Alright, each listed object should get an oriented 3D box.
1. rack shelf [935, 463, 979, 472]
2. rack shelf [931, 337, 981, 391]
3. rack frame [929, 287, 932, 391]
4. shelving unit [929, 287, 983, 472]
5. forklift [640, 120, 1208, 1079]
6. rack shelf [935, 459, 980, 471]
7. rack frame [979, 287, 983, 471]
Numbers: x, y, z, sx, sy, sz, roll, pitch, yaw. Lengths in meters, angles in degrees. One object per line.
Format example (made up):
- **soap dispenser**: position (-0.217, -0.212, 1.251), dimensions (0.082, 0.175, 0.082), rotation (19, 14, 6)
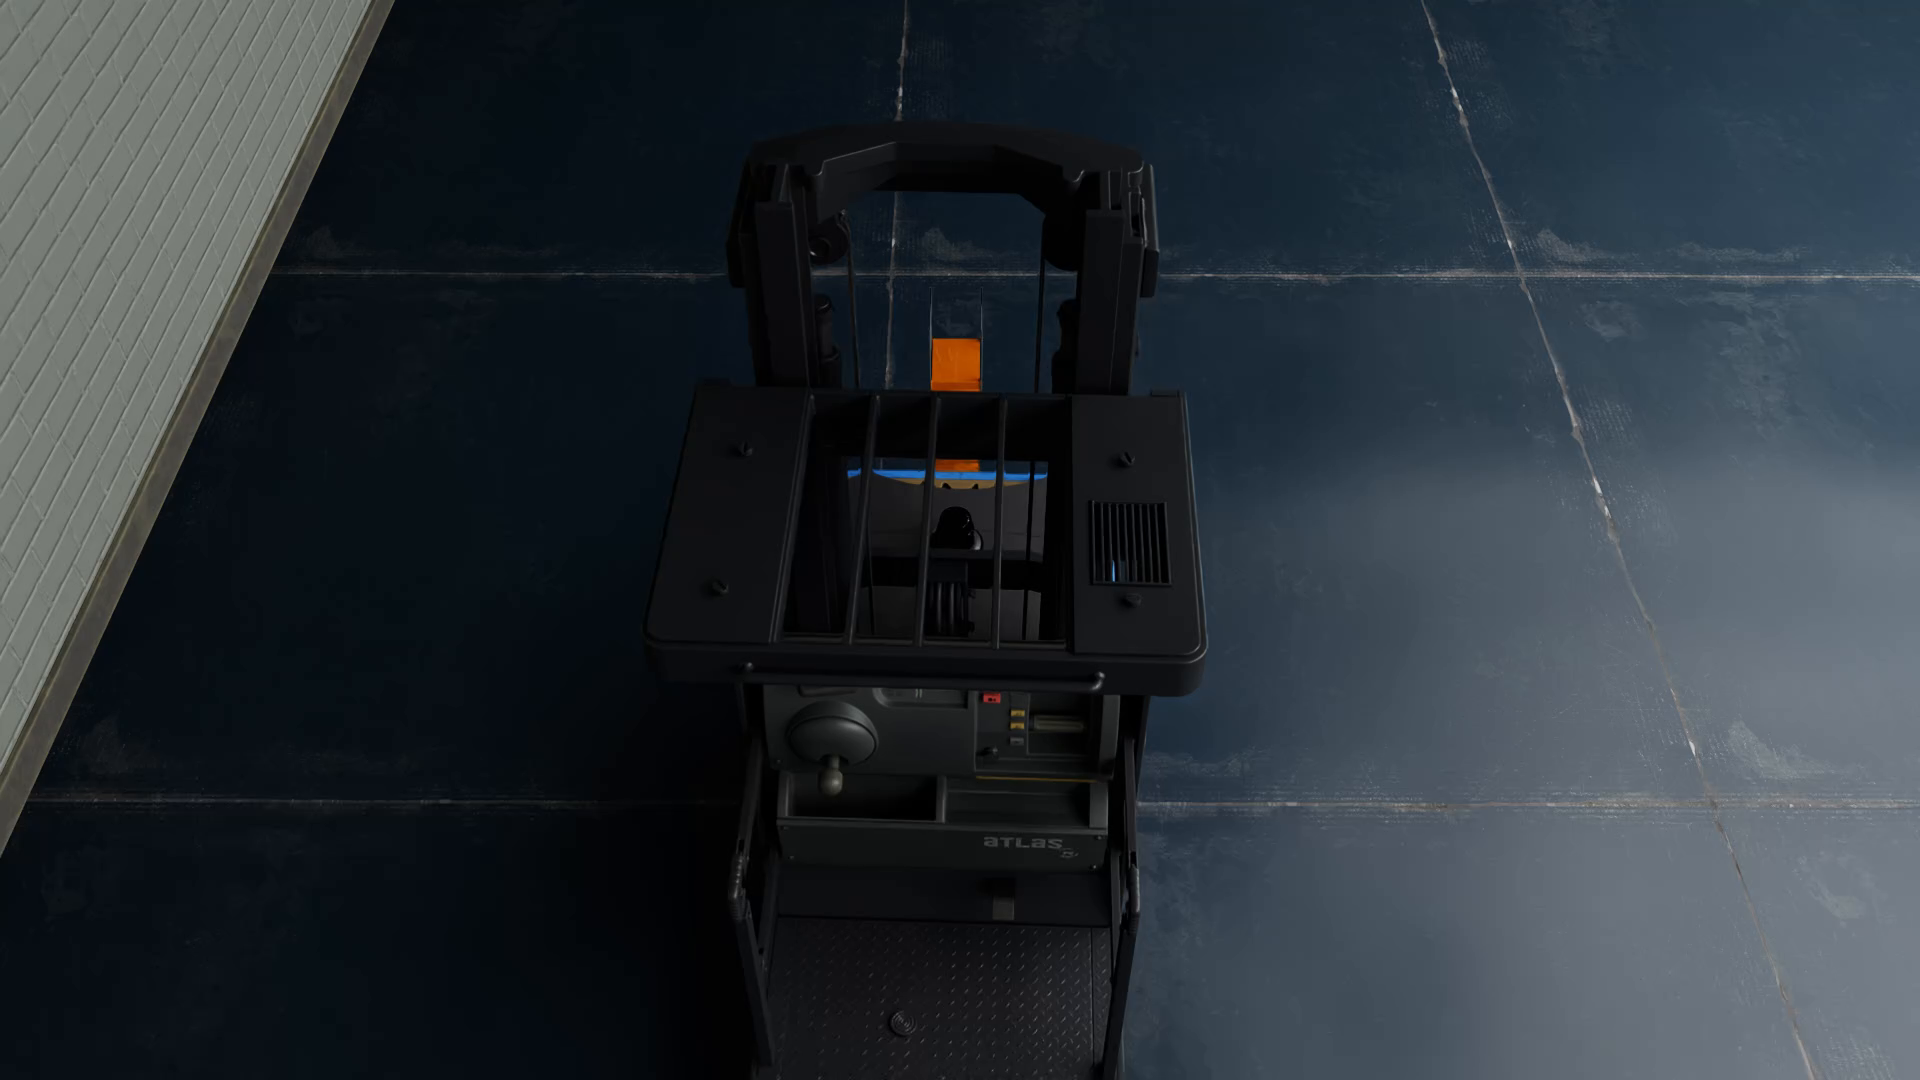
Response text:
- **rack shelf**: position (-0.014, -0.297, 6.431), dimensions (0.180, 0.103, 0.258), rotation (0, 47, 0)
- **rack shelf**: position (-0.014, -0.624, 6.080), dimensions (0.180, 0.103, 0.258), rotation (0, 47, 0)
- **rack frame**: position (-0.106, -0.409, 6.311), dimensions (0.006, 1.200, 0.240), rotation (0, 47, 0)
- **shelving unit**: position (-0.014, -0.409, 6.311), dimensions (0.189, 1.200, 0.258), rotation (0, 47, 0)
- **forklift**: position (-0.055, 0.579, 4.209), dimensions (1.130, 2.935, 3.031), rotation (2, 47, 1)
- **rack shelf**: position (-0.014, -0.379, 6.343), dimensions (0.180, 0.103, 0.258), rotation (0, 47, 0)
- **rack frame**: position (0.077, -0.409, 6.311), dimensions (0.006, 1.200, 0.240), rotation (0, 47, 0)
